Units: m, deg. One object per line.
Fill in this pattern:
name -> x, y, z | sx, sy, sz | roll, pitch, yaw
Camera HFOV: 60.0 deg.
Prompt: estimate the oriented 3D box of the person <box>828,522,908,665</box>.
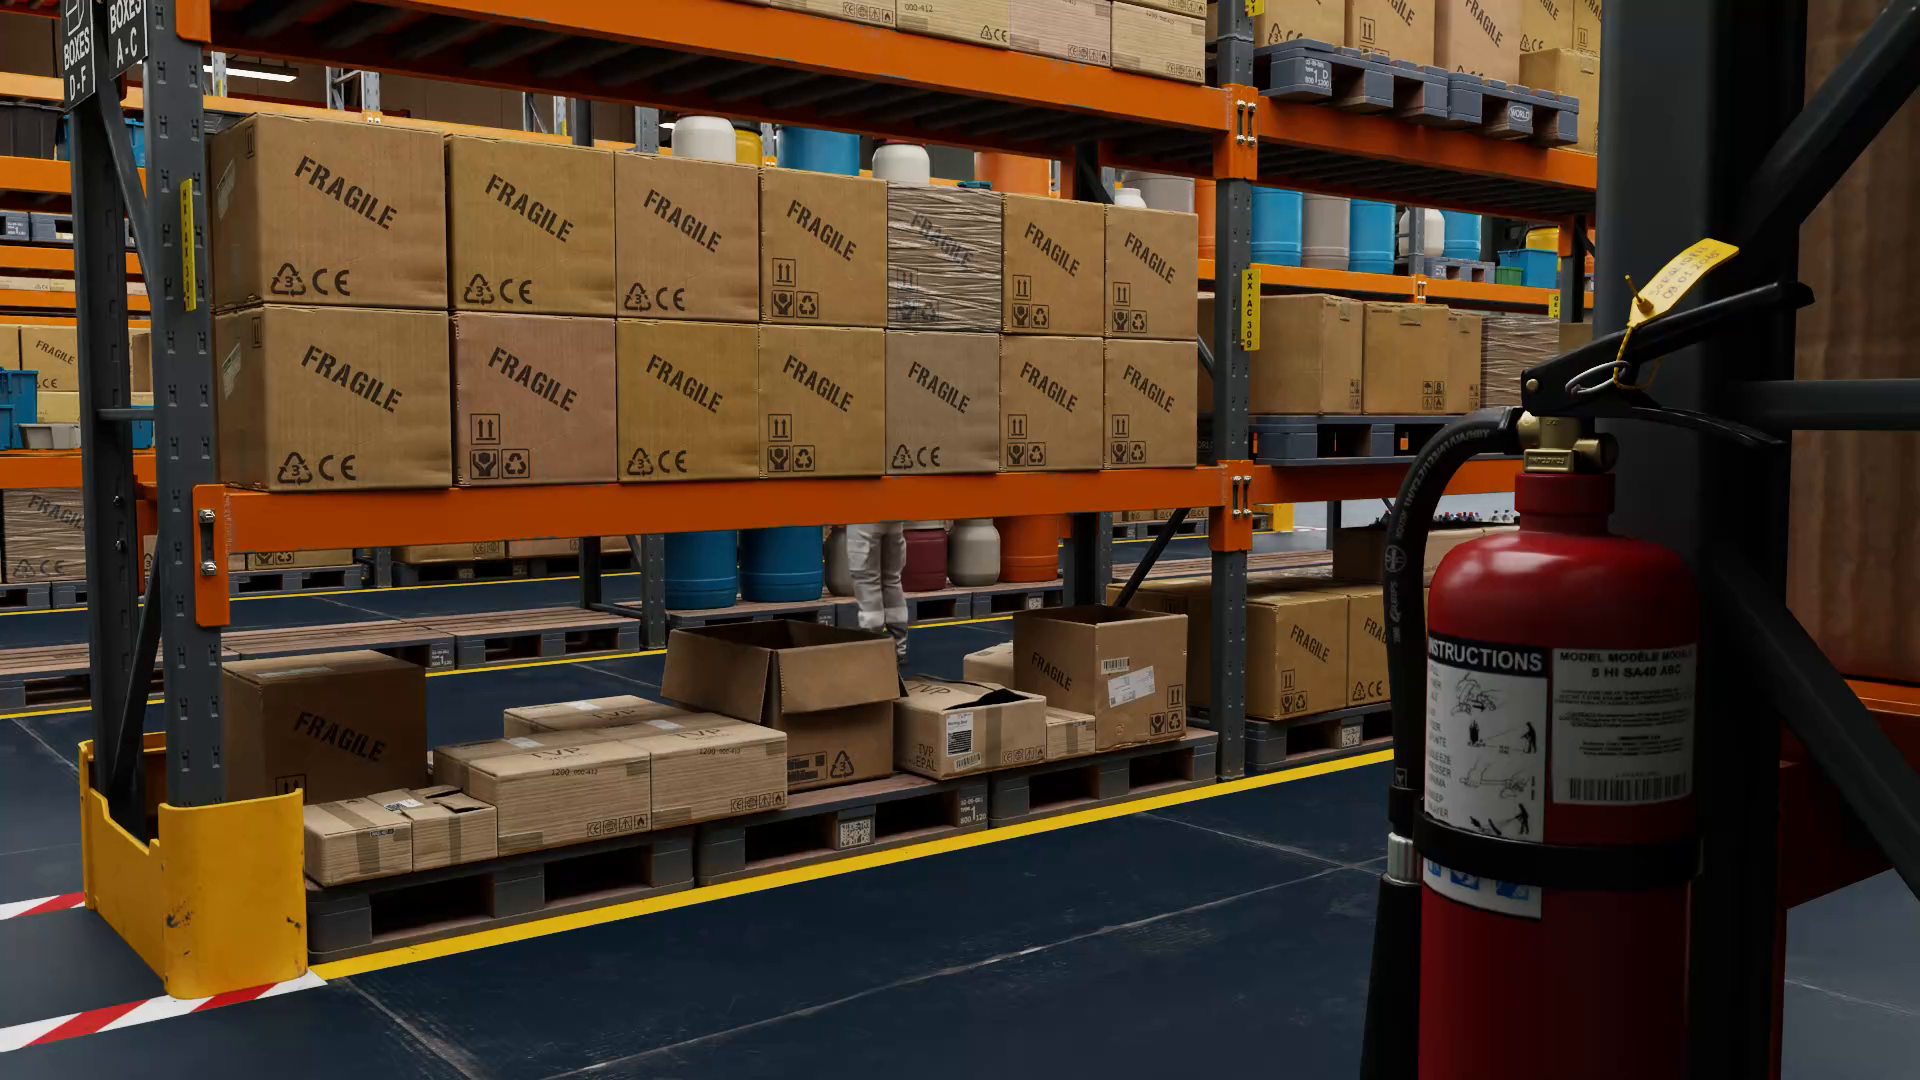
person -> -0.556, -0.130, 10.000 | 0.527, 1.793, 0.546 | -4, 6, -44
